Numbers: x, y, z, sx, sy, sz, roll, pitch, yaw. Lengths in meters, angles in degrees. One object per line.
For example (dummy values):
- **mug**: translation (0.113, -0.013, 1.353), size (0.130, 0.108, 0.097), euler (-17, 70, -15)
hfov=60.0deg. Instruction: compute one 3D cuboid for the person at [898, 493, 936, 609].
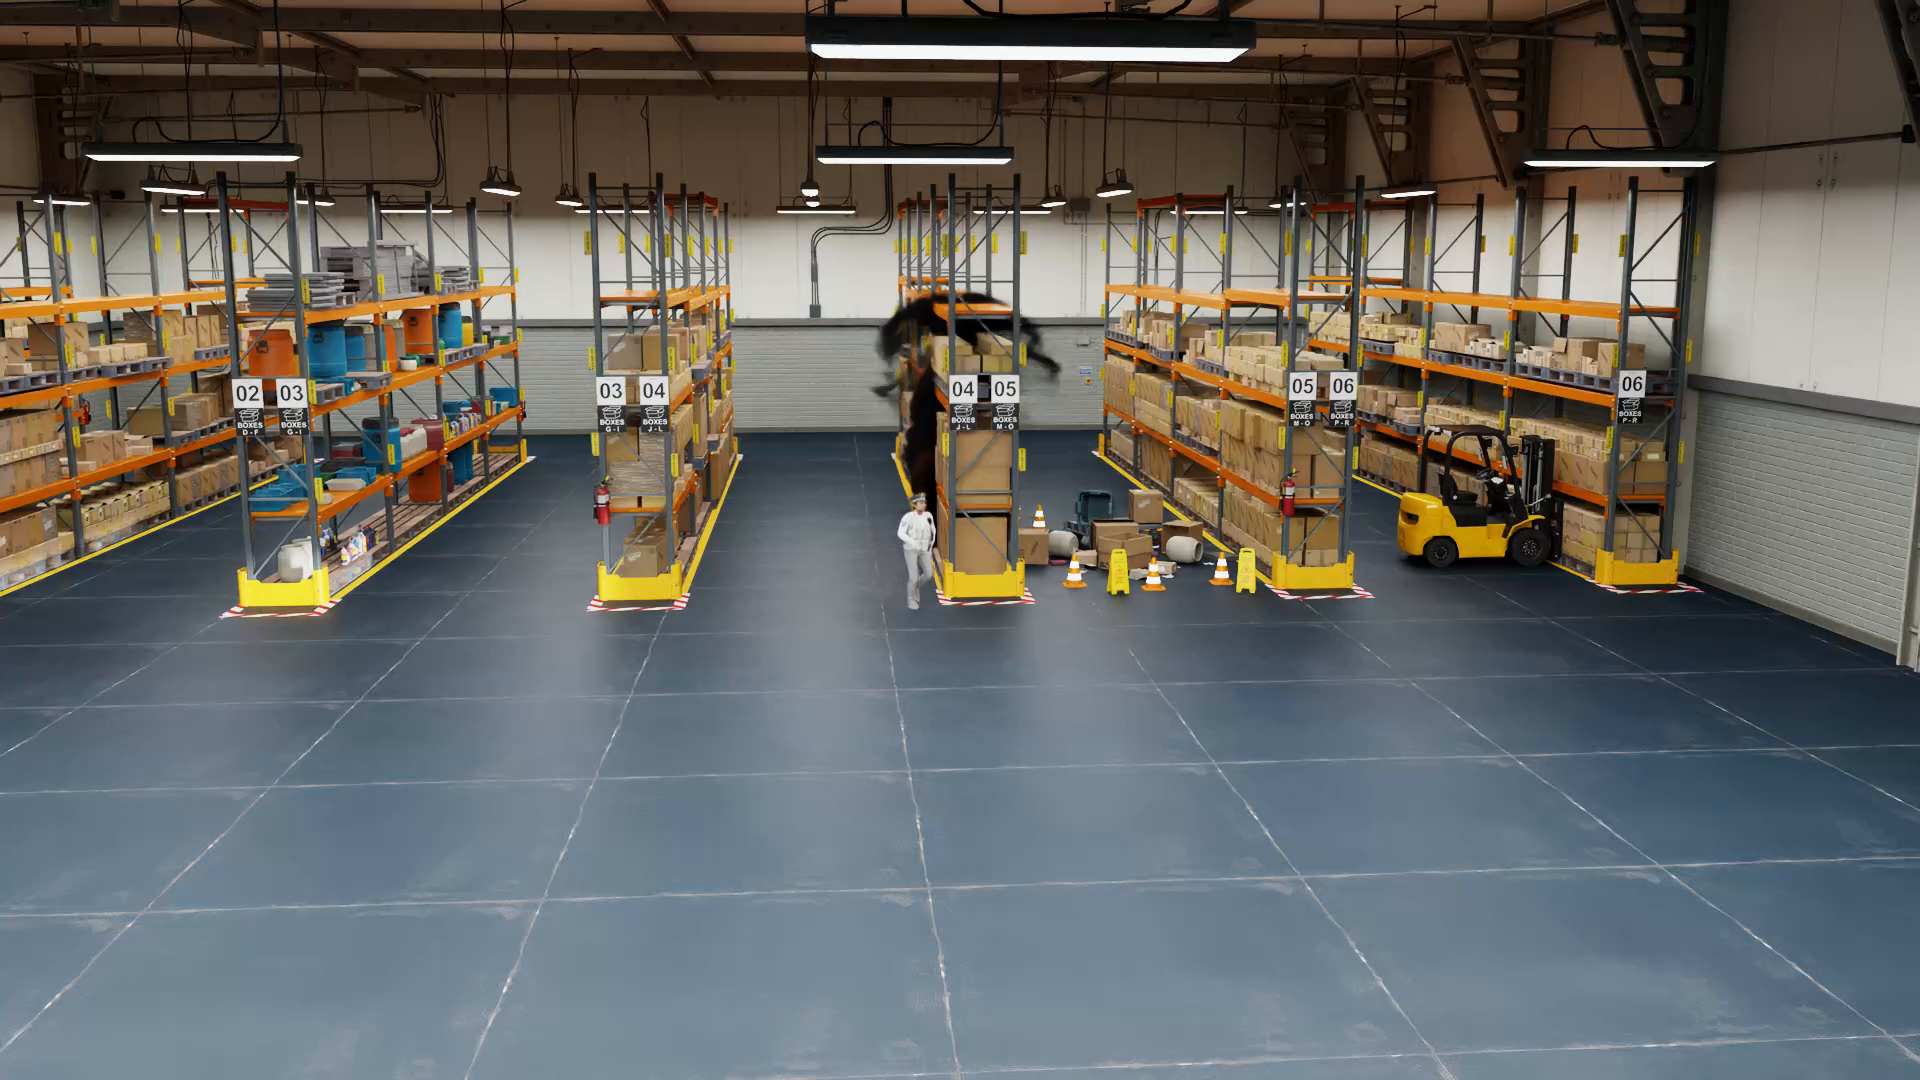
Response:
- **person**: translation (-0.554, 0.152, 23.174), size (0.639, 1.654, 0.545), euler (-5, 11, -26)
